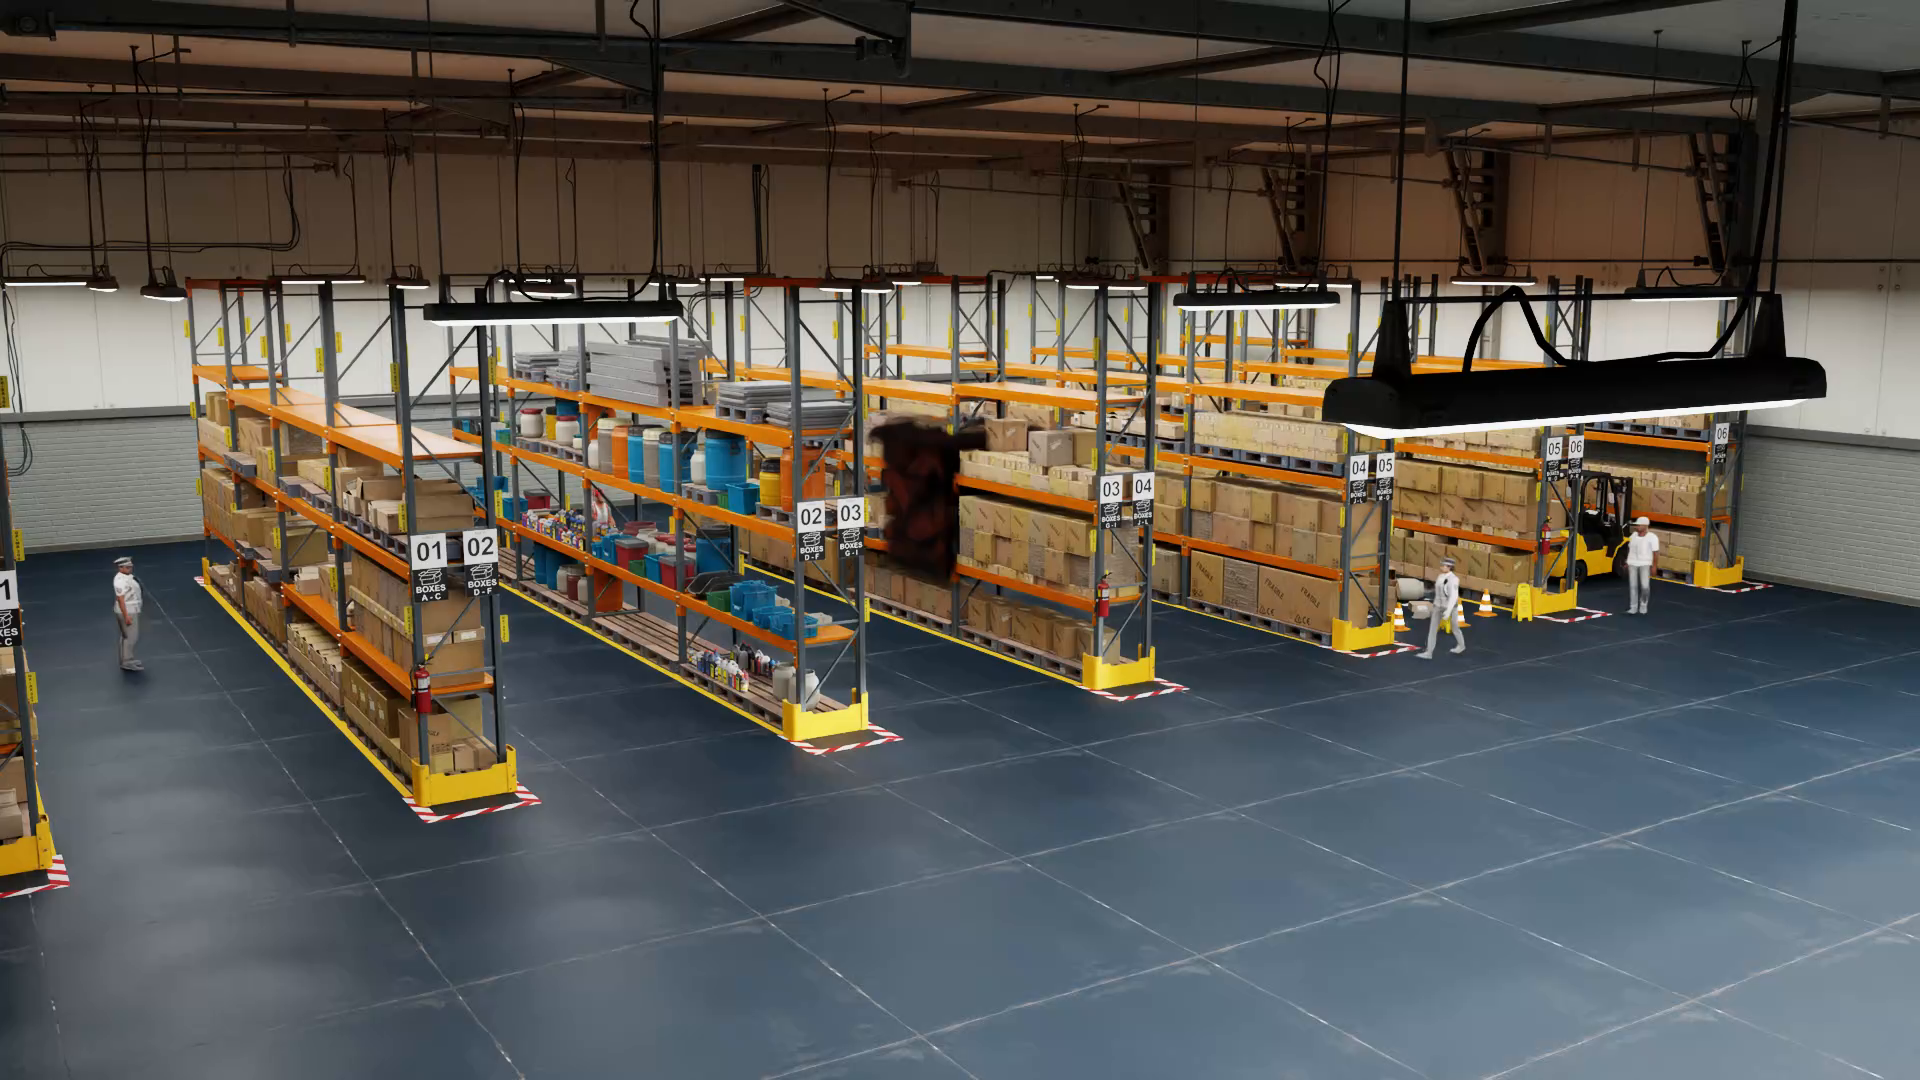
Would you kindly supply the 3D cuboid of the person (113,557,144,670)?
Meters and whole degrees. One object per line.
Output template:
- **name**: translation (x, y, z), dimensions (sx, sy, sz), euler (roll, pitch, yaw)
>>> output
- **person**: translation (-12.976, 1.152, 26.011), dimensions (0.440, 1.808, 0.552), euler (-6, 11, -32)

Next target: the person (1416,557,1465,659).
- **person**: translation (7.765, 1.079, 26.613), dimensions (0.467, 1.633, 0.987), euler (9, 13, 42)

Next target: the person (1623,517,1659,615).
- **person**: translation (12.227, 0.468, 29.888), dimensions (0.591, 1.785, 0.469), euler (5, 11, 29)

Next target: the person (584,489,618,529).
- **person**: translation (-7.248, -0.178, 33.678), dimensions (0.640, 1.717, 1.091), euler (-7, 12, -35)
